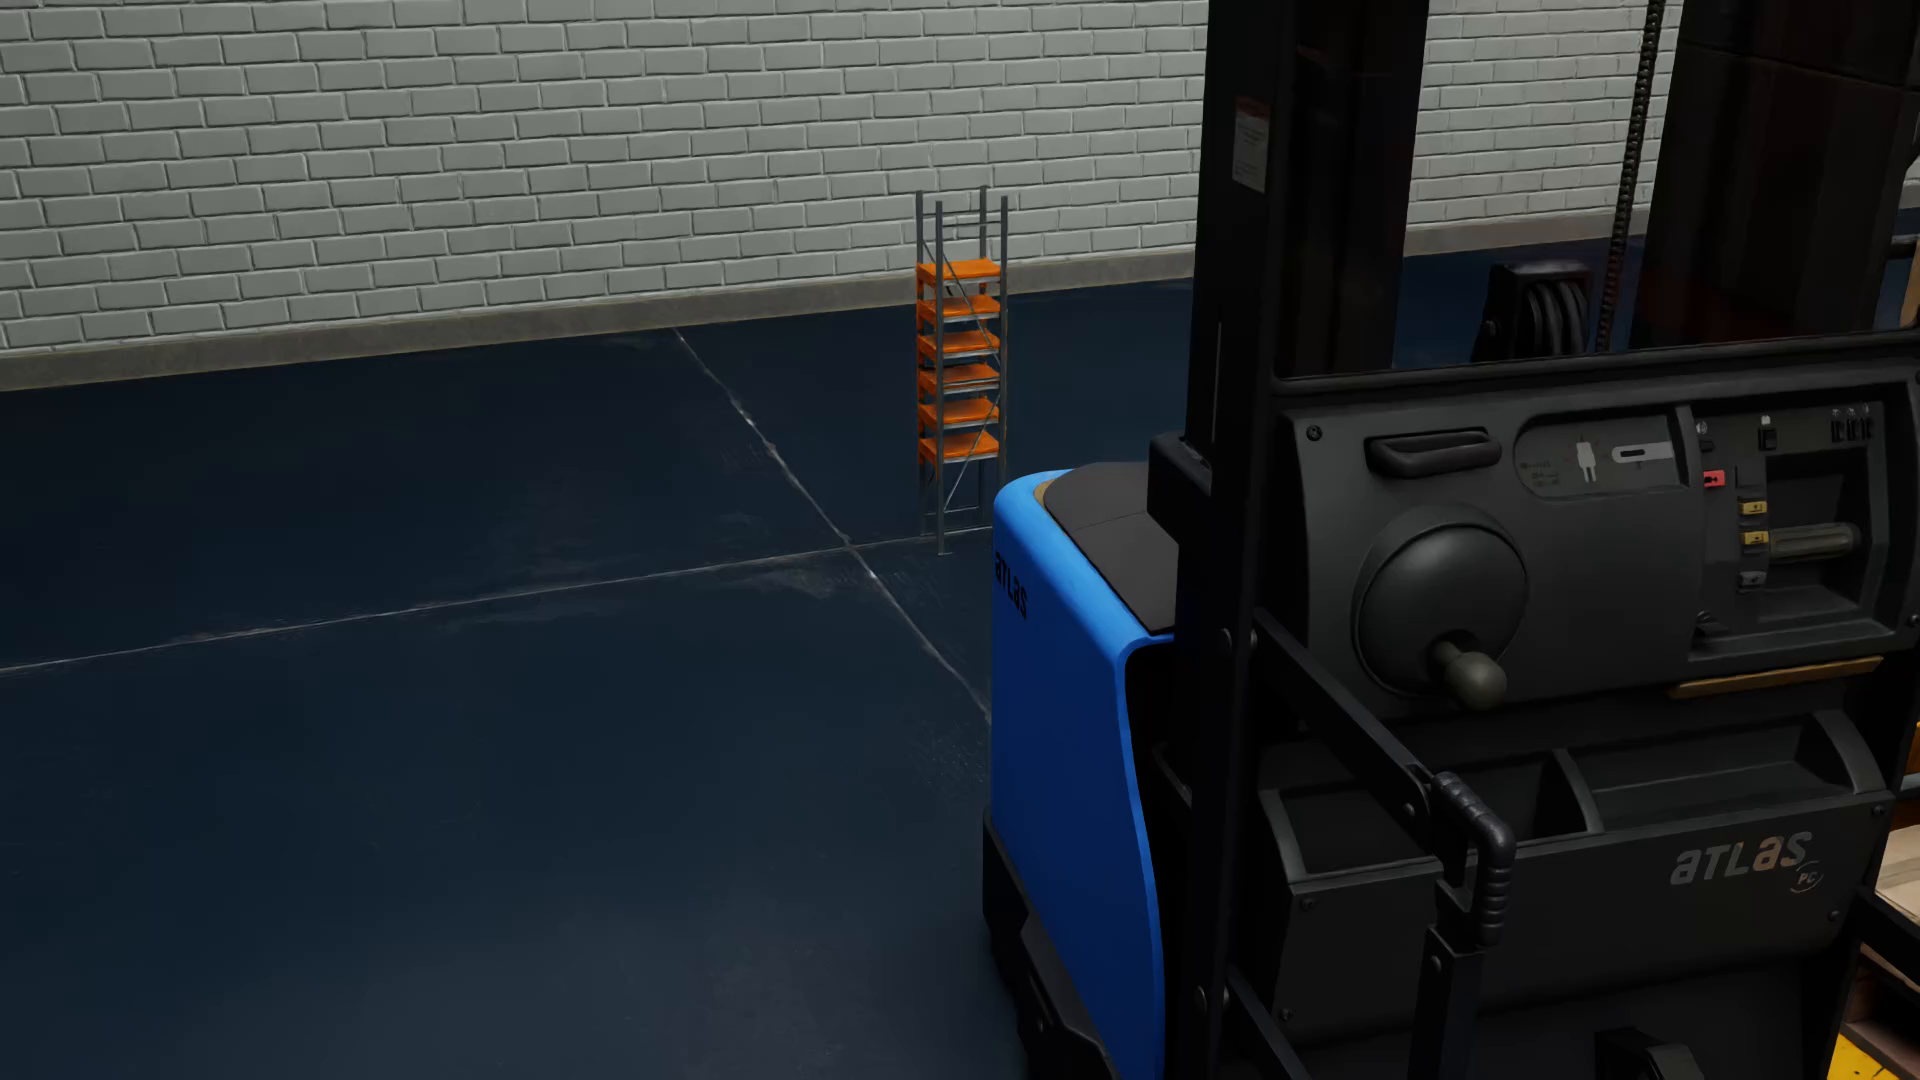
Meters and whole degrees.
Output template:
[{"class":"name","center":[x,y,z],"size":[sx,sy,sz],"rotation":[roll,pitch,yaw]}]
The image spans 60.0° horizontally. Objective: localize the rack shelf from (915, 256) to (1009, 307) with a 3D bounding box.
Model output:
[{"class":"rack shelf","center":[0.005,-0.838,5.382],"size":[0.258,0.103,0.180],"rotation":[-8,24,-19]}]

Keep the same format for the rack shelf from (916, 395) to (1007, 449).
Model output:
[{"class":"rack shelf","center":[0.005,-0.396,5.568],"size":[0.258,0.103,0.180],"rotation":[-8,24,-19]}]

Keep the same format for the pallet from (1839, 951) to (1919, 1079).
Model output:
[{"class":"pallet","center":[2.414,0.999,3.109],"size":[1.003,0.211,1.213],"rotation":[-8,24,-19]}]

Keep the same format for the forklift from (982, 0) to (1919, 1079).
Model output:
[{"class":"forklift","center":[0.916,0.014,1.943],"size":[1.130,2.935,3.031],"rotation":[-6,24,-13]}]

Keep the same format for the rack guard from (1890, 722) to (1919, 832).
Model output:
[{"class":"rack guard","center":[2.132,0.576,3.739],"size":[1.175,0.500,0.348],"rotation":[-8,24,-19]}]

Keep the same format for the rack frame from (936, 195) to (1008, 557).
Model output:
[{"class":"rack frame","center":[0.037,-0.514,5.426],"size":[0.240,1.200,0.006],"rotation":[-8,24,-19]}]

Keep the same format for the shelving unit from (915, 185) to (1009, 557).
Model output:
[{"class":"shelving unit","center":[0.005,-0.548,5.504],"size":[0.258,1.200,0.189],"rotation":[-8,24,-19]}]

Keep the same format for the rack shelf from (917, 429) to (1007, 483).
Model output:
[{"class":"rack shelf","center":[0.005,-0.286,5.615],"size":[0.258,0.103,0.180],"rotation":[-8,24,-19]}]

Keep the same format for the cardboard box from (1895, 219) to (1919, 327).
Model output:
[{"class":"cardboard box","center":[2.015,-0.452,2.832],"size":[0.500,0.500,0.500],"rotation":[-8,24,-18]}]

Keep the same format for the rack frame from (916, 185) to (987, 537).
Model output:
[{"class":"rack frame","center":[-0.027,-0.581,5.583],"size":[0.240,1.200,0.006],"rotation":[-8,24,-19]}]

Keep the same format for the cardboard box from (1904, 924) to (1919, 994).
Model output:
[{"class":"cardboard box","center":[2.020,0.790,3.096],"size":[0.380,0.166,0.250],"rotation":[-8,24,-19]}]

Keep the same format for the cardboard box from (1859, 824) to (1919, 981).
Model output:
[{"class":"cardboard box","center":[1.931,0.707,3.315],"size":[0.380,0.149,0.250],"rotation":[-8,24,-19]}]

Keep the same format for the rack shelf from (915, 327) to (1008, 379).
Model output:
[{"class":"rack shelf","center":[0.005,-0.617,5.475],"size":[0.258,0.103,0.180],"rotation":[-8,24,-19]}]

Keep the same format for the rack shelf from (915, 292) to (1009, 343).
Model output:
[{"class":"rack shelf","center":[0.005,-0.728,5.429],"size":[0.258,0.103,0.180],"rotation":[-8,24,-19]}]

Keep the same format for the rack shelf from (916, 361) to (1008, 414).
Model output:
[{"class":"rack shelf","center":[0.005,-0.507,5.522],"size":[0.258,0.103,0.180],"rotation":[-8,24,-19]}]

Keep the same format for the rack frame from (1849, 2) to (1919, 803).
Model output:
[{"class":"rack frame","center":[2.105,-0.603,3.319],"size":[1.000,3.000,0.127],"rotation":[-8,24,-19]}]
